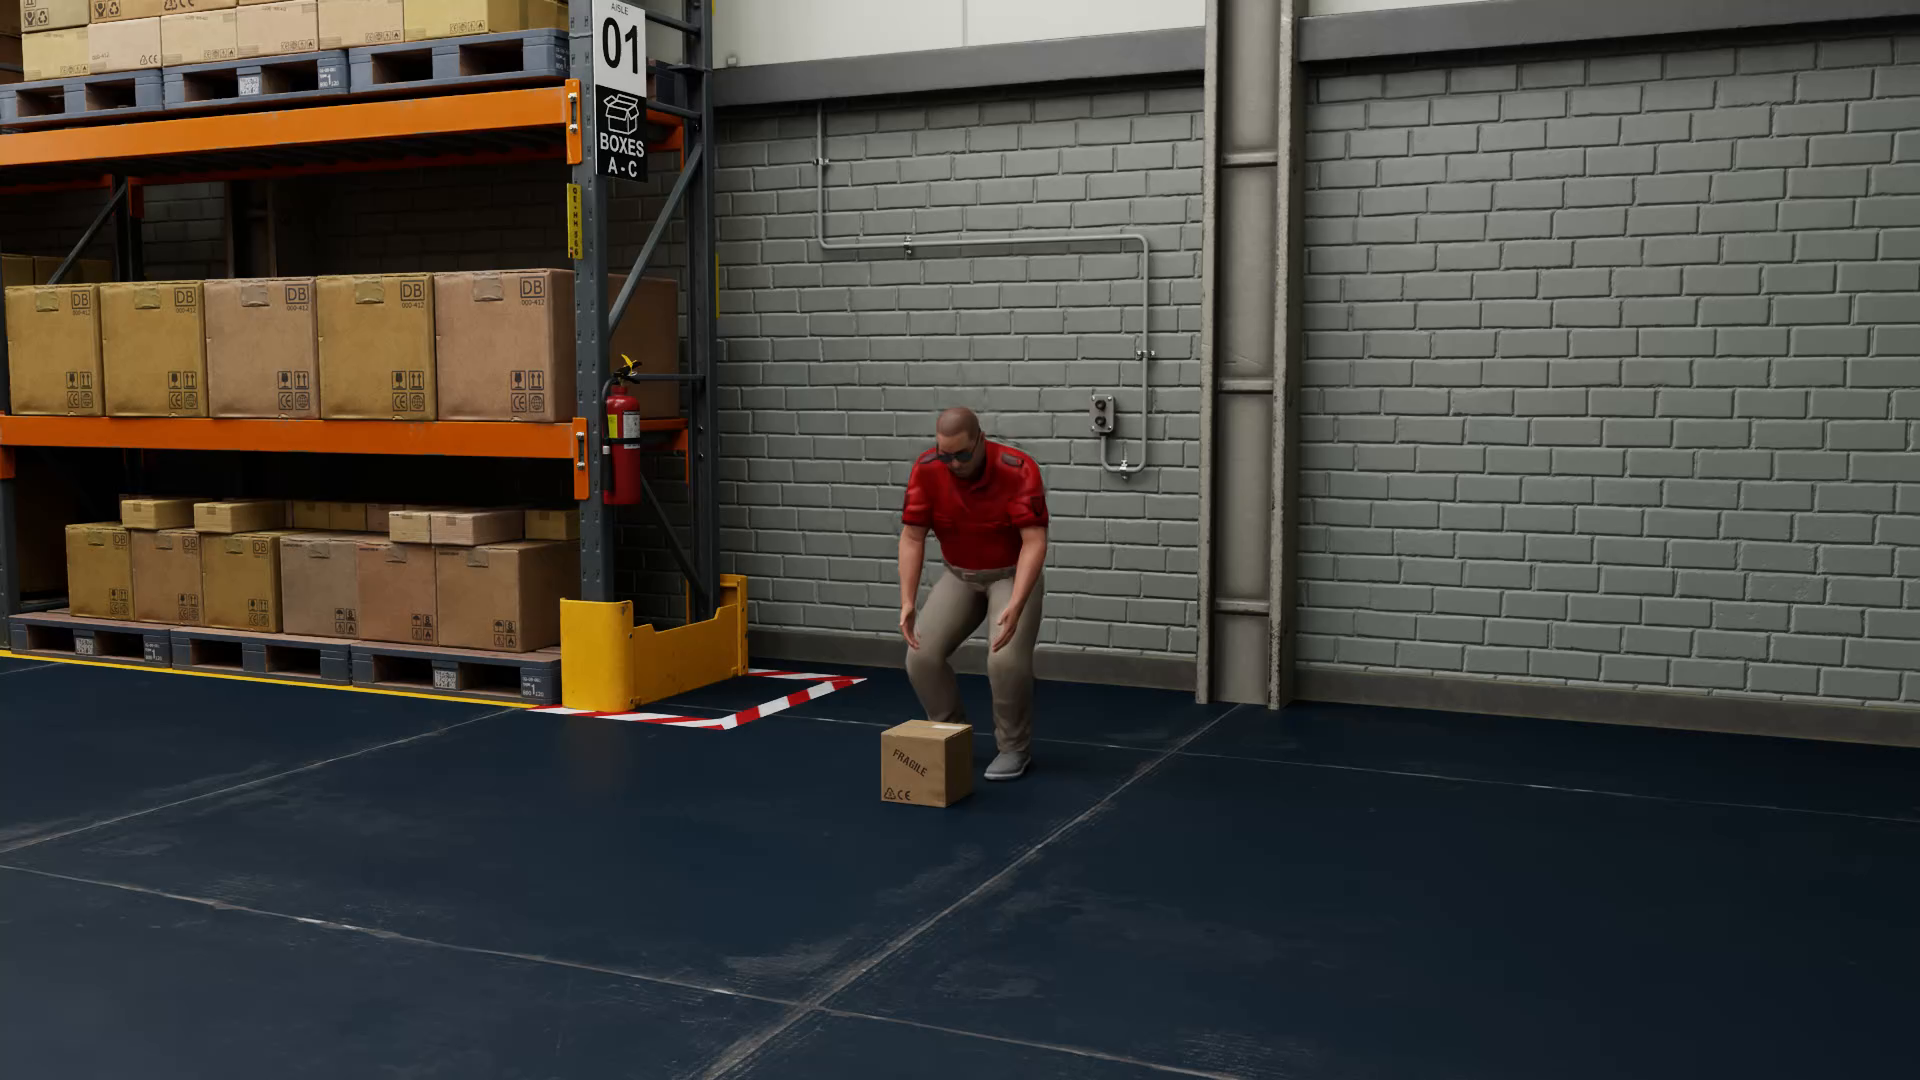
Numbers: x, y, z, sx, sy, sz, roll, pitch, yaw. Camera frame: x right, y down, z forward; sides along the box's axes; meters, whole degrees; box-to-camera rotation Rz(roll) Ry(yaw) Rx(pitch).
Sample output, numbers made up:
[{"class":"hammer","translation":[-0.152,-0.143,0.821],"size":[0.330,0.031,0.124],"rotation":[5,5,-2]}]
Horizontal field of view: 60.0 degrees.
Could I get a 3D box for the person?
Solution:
[{"class":"person","translation":[0.088,0.194,6.318],"size":[0.590,1.409,0.707],"rotation":[2,6,24]}]
